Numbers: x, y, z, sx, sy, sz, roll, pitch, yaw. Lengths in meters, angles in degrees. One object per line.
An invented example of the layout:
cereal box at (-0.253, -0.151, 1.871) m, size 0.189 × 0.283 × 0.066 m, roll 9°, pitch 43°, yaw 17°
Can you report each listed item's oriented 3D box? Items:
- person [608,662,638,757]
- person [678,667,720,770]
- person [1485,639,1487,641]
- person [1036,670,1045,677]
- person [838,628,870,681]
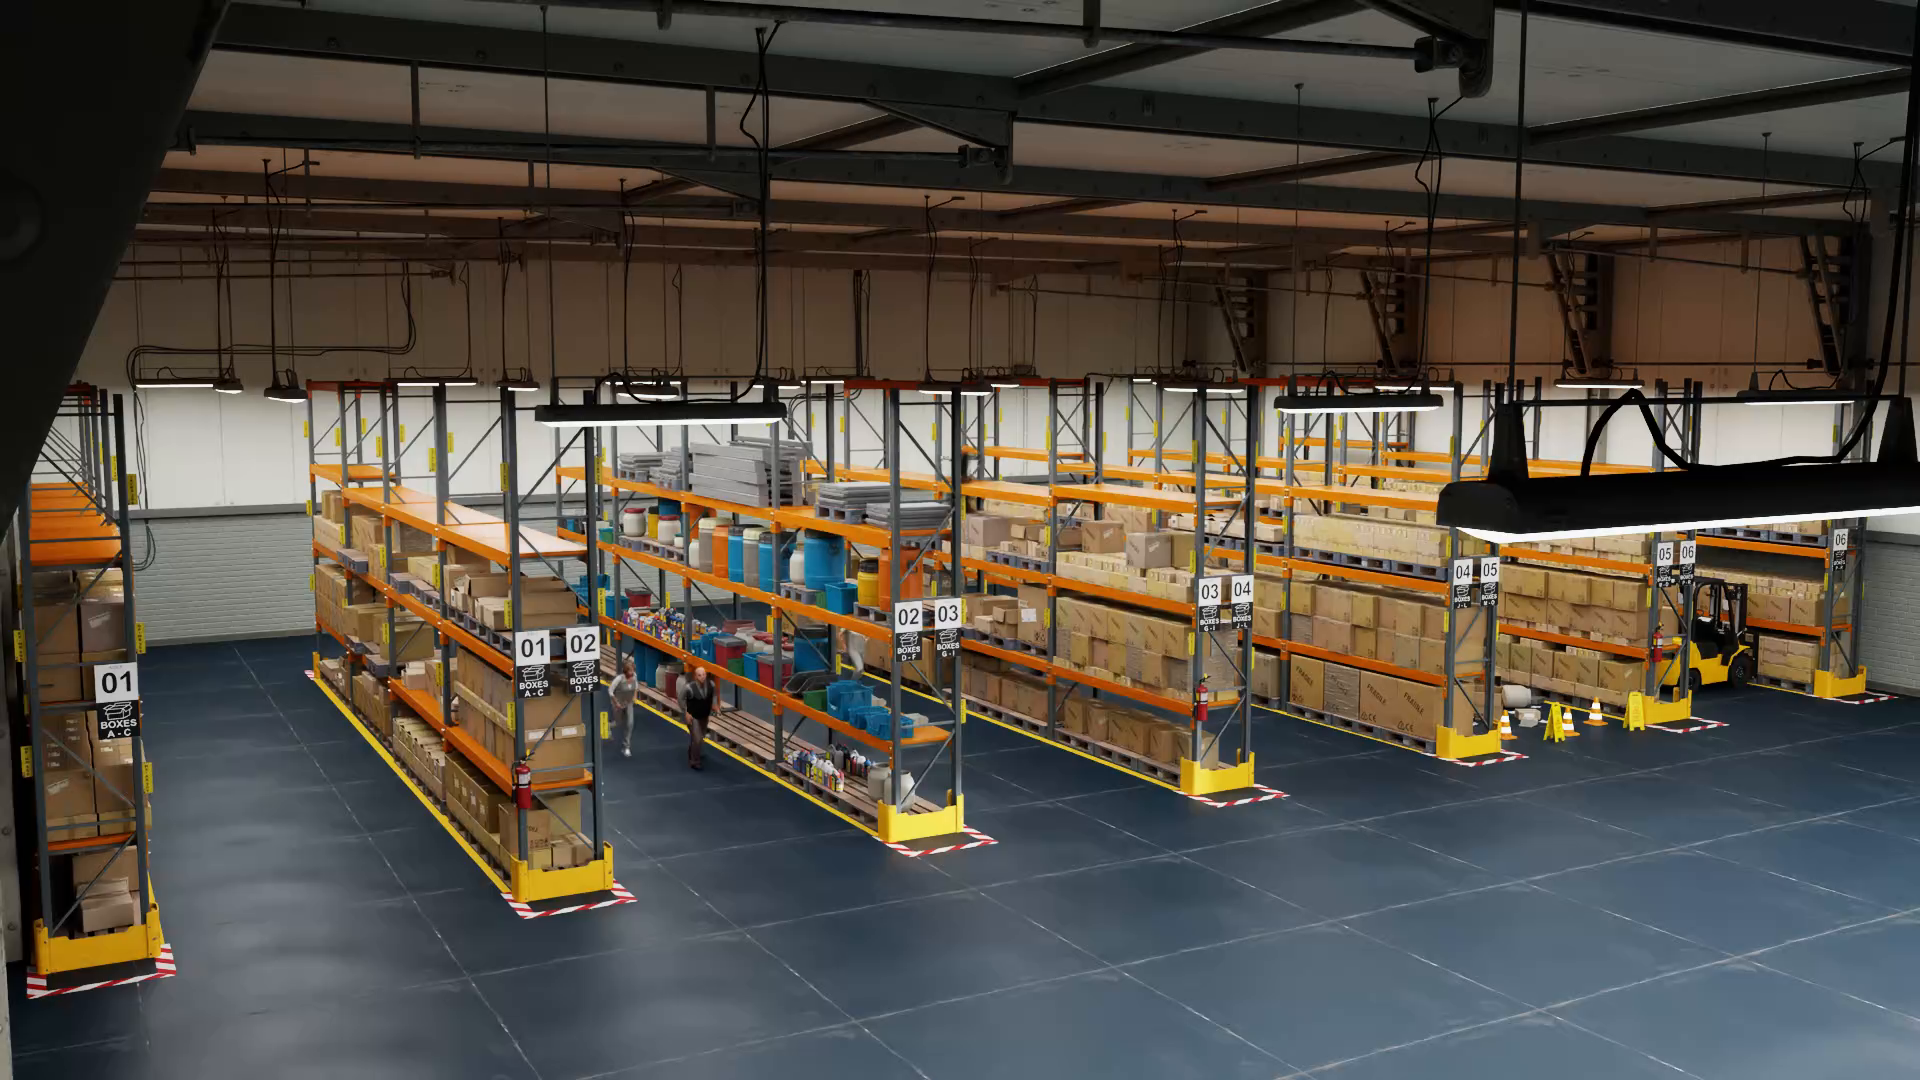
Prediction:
person at (-5.535, 2.714, 27.084) m, size 0.550 × 1.552 × 0.866 m, roll -6°, pitch 8°, yaw -43°
person at (-4.086, 2.763, 26.017) m, size 0.904 × 1.638 × 0.698 m, roll 6°, pitch 8°, yaw 44°
person at (11.554, 1.454, 37.328) m, size 0.655 × 1.765 × 1.000 m, roll -5°, pitch 8°, yaw -39°
person at (1.650, 2.088, 32.370) m, size 0.589 × 1.682 × 0.721 m, roll -3°, pitch 7°, yaw -30°
person at (-1.960, 2.152, 31.514) m, size 0.540 × 1.686 × 0.698 m, roll -4°, pitch 7°, yaw -36°
